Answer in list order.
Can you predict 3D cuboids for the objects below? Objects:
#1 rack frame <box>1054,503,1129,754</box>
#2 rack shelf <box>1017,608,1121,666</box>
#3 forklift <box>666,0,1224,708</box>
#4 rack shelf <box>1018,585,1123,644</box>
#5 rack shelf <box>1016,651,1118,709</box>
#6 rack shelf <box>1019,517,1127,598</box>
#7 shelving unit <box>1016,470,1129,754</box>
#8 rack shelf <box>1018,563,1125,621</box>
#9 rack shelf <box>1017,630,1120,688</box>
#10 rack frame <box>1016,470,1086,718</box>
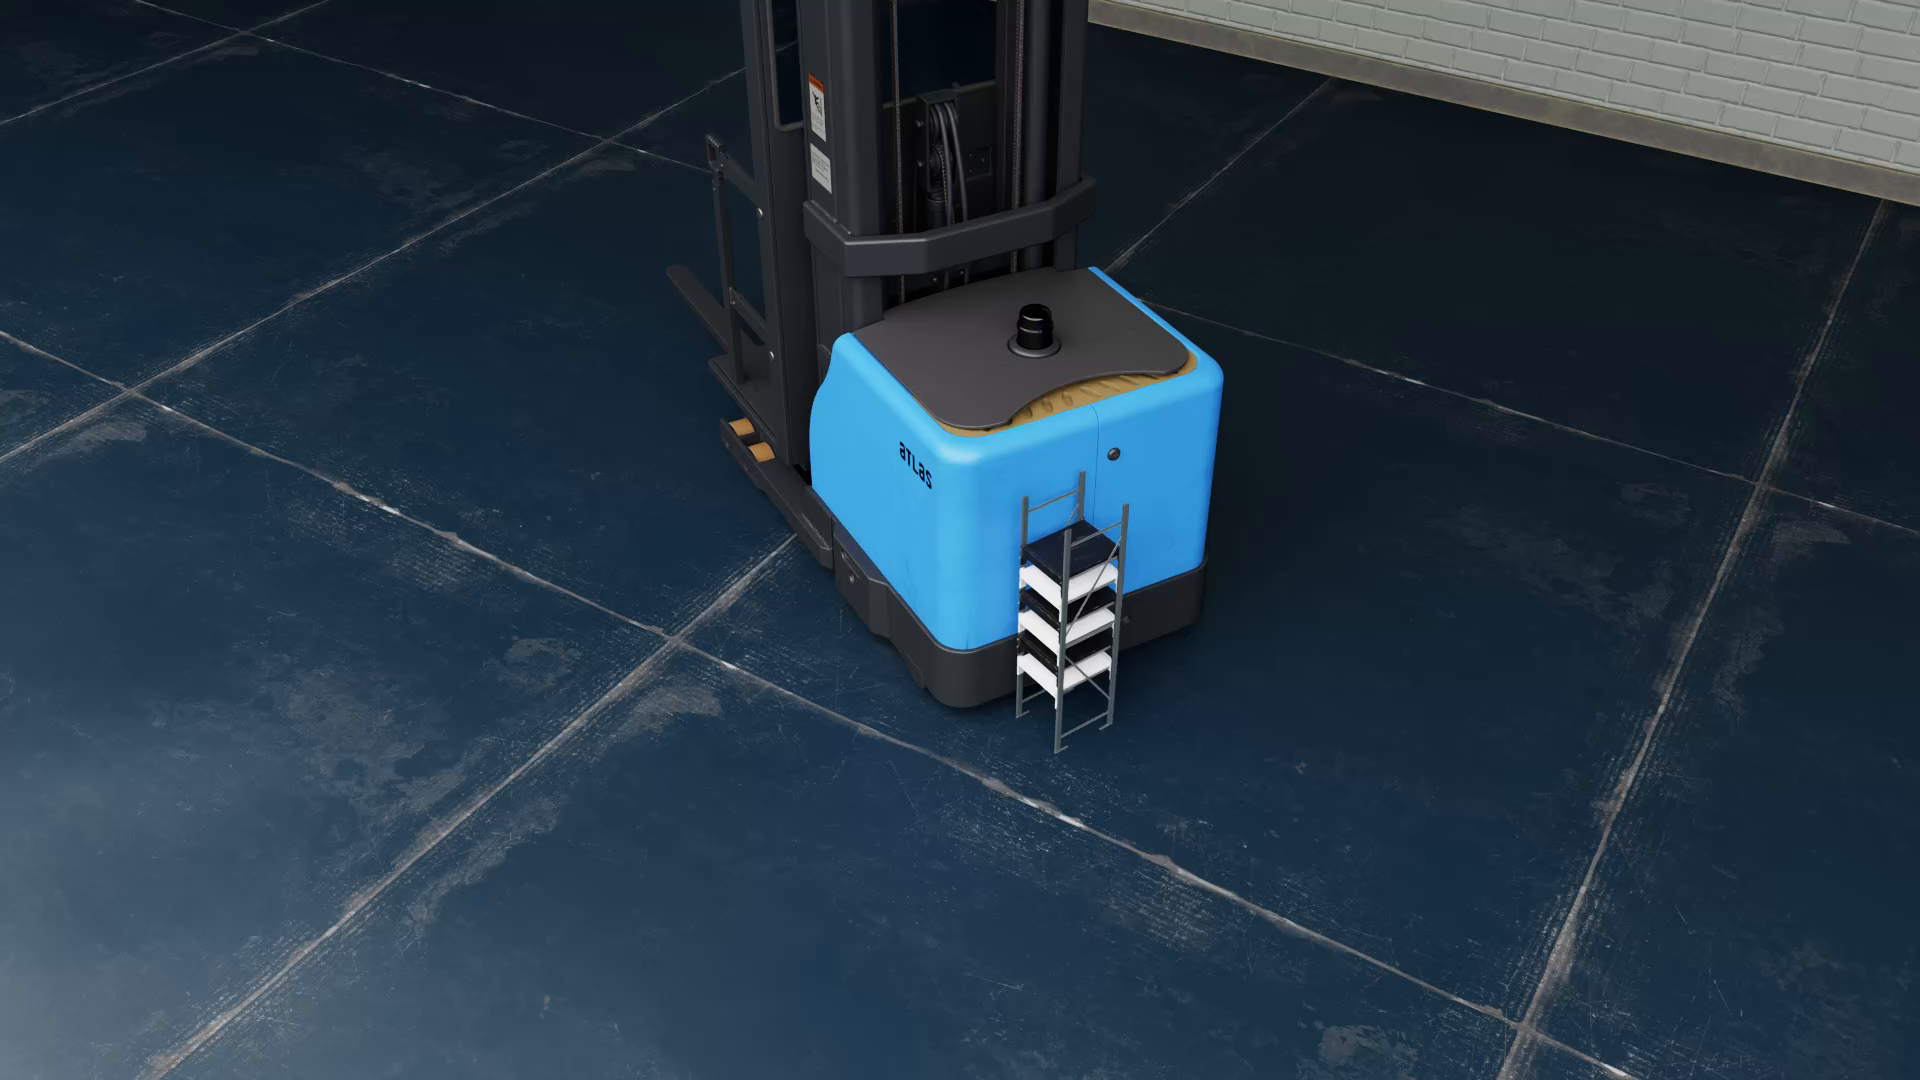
[{"bbox_3d":[0.402,0.289,5.138,0.240,0.900,0.006,-24,44,-28],"label":"rack frame"},{"bbox_3d":[0.343,0.265,5.223,0.258,0.077,0.200,-24,44,-28],"label":"rack shelf"},{"bbox_3d":[-0.301,-1.497,5.791,1.130,2.935,3.031,-18,41,-22],"label":"forklift"},{"bbox_3d":[0.343,0.194,5.168,0.258,0.077,0.200,-24,44,-28],"label":"rack shelf"},{"bbox_3d":[0.343,0.408,5.333,0.258,0.077,0.200,-24,44,-28],"label":"rack shelf"},{"bbox_3d":[0.343,0.052,5.058,0.258,0.077,0.200,-24,44,-28],"label":"rack shelf"},{"bbox_3d":[0.343,0.239,5.203,0.258,0.900,0.210,-24,44,-28],"label":"shelving unit"},{"bbox_3d":[0.343,0.123,5.113,0.258,0.077,0.200,-24,44,-28],"label":"rack shelf"},{"bbox_3d":[0.343,0.337,5.278,0.258,0.077,0.200,-24,44,-28],"label":"rack shelf"},{"bbox_3d":[0.283,0.189,5.268,0.240,0.900,0.006,-24,44,-28],"label":"rack frame"}]
